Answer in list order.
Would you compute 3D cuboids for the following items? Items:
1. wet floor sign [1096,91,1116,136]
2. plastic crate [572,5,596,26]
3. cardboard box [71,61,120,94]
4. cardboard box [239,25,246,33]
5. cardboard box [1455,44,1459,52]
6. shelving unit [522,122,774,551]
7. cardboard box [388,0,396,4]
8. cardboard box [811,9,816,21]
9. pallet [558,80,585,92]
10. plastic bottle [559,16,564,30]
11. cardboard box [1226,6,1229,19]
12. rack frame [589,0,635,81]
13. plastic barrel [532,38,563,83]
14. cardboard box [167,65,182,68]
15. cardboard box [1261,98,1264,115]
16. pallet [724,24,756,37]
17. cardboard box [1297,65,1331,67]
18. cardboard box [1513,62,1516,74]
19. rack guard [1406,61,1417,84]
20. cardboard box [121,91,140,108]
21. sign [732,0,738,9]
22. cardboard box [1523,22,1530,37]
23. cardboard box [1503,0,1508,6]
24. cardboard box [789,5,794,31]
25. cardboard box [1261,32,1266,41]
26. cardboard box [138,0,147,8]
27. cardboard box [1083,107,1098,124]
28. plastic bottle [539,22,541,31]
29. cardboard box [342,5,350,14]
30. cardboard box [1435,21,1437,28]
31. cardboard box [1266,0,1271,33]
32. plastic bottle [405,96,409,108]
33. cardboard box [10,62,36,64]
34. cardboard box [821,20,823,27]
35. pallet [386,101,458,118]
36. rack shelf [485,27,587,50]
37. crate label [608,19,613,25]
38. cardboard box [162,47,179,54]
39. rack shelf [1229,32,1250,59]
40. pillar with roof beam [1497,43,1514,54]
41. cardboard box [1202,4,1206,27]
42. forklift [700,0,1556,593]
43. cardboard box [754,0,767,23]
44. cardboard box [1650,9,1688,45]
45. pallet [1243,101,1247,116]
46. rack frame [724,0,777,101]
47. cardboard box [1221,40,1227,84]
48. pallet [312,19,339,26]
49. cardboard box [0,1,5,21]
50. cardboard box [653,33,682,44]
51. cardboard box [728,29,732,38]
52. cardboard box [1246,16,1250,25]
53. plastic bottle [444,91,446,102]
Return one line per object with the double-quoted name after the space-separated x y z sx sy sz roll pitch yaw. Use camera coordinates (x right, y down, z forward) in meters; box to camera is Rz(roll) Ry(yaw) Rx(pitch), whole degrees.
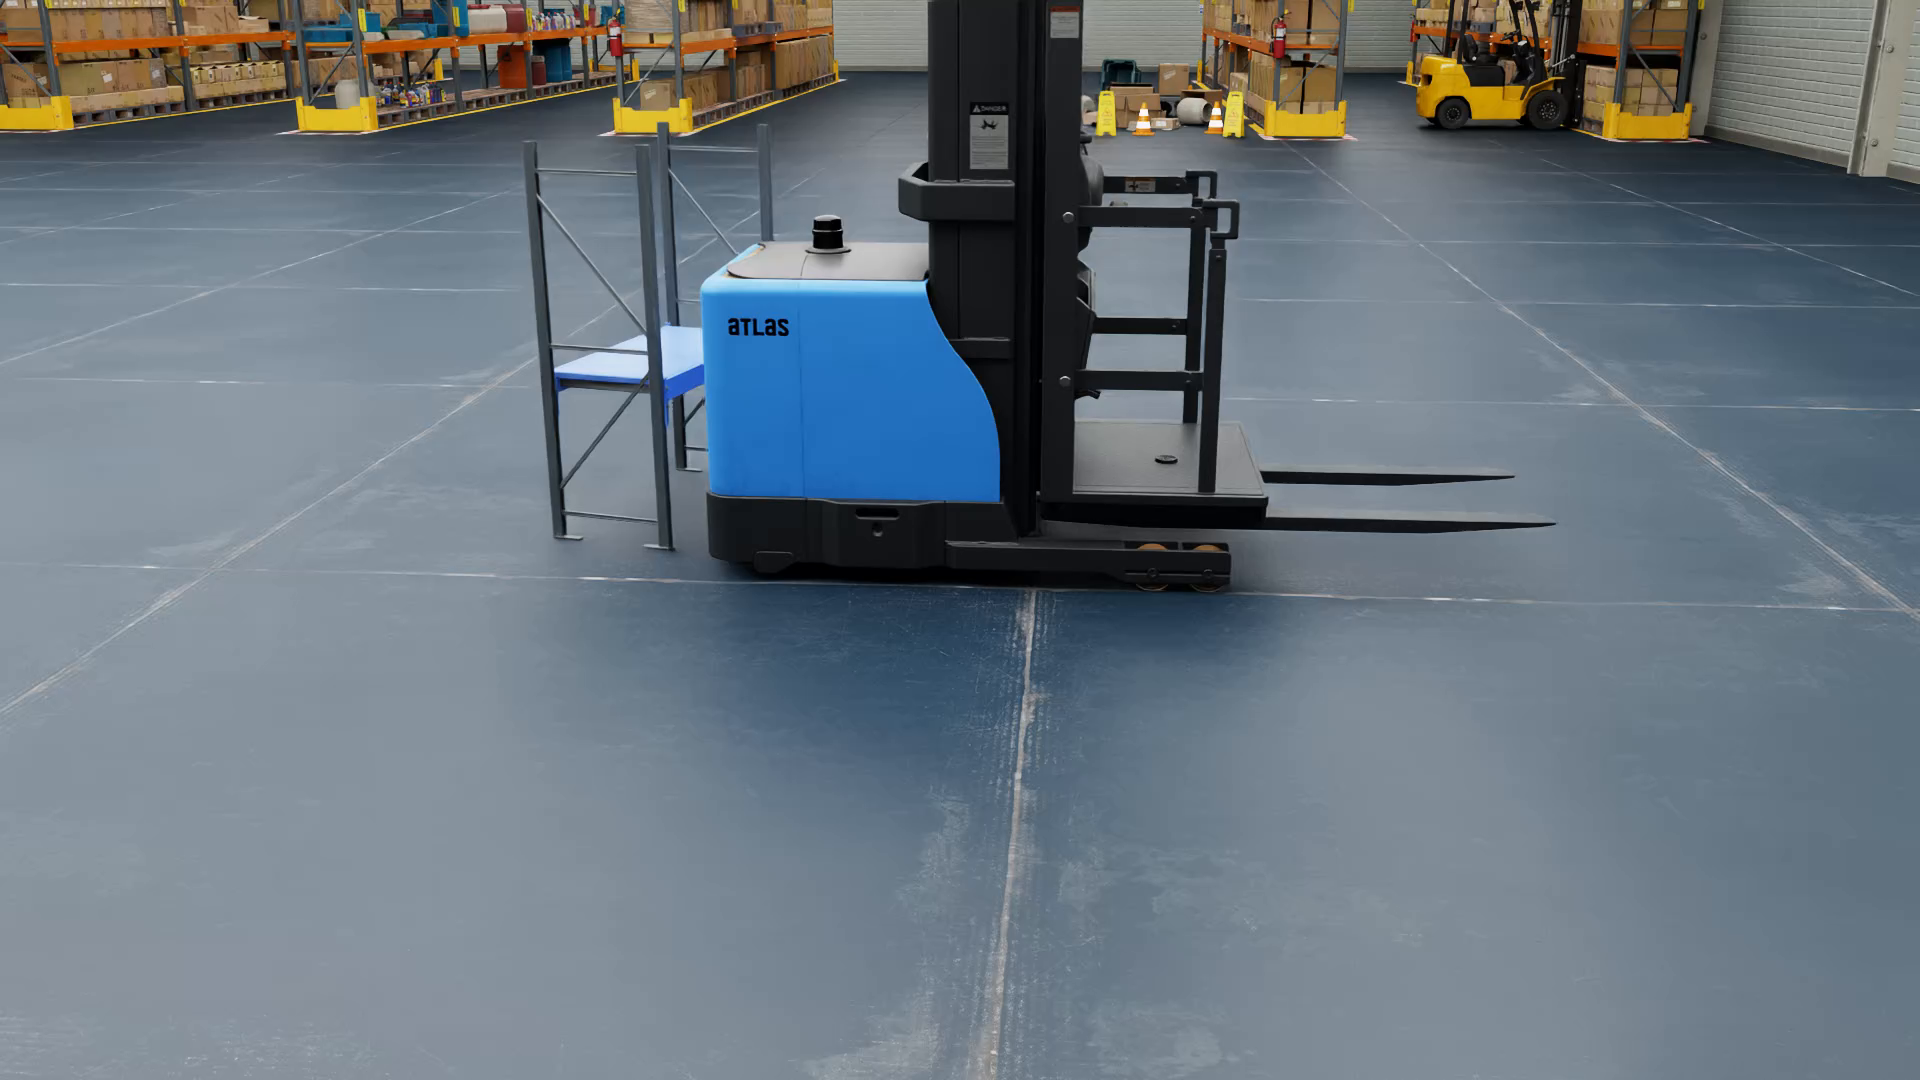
2.189 -6.387 24.879 0.267 0.644 0.232 -2 18 -6 "wet floor sign"
-8.490 -11.869 37.630 0.402 0.464 0.583 1 18 4 "plastic crate"
-14.288 -7.645 27.475 0.500 0.500 0.500 1 18 4 "cardboard box"
-14.067 -9.891 32.196 0.380 0.149 0.250 3 18 8 "cardboard box"
10.741 -10.452 35.324 0.380 0.149 0.250 1 18 3 "cardboard box"
-1.175 -0.851 6.610 0.538 1.500 1.048 6 19 17 "shelving unit"
-13.356 -12.633 38.394 0.500 0.500 0.500 1 18 2 "cardboard box"
-3.528 -11.793 37.358 0.500 0.250 0.500 1 18 4 "cardboard box"
-8.901 -9.975 36.526 1.003 0.211 1.213 1 18 4 "pallet"
-8.572 -11.080 35.620 0.152 0.276 0.135 1 18 4 "plastic bottle"
5.548 -10.446 32.925 0.500 0.250 0.500 1 18 2 "cardboard box"
-8.517 -12.781 40.612 1.000 3.000 0.127 1 18 4 "rack frame"
-8.911 -10.353 35.896 0.600 0.901 0.708 1 18 4 "plastic barrel"
-14.544 -8.619 30.751 0.500 0.311 0.500 2 18 5 "cardboard box"
4.995 -6.791 26.071 0.500 0.250 0.500 1 18 4 "cardboard box"
-4.238 -9.087 29.645 1.003 0.211 1.213 1 18 4 "pallet"
5.528 -7.144 25.944 0.500 0.500 0.500 1 18 2 "cardboard box"
10.540 -8.320 30.138 0.875 0.625 0.625 1 18 2 "cardboard box"
11.253 -11.128 39.582 1.175 0.500 0.348 1 18 4 "rack guard"
-14.235 -7.444 28.065 0.500 0.250 0.500 1 18 4 "cardboard box"
-3.896 -9.345 28.736 0.100 0.325 0.005 1 18 4 "sign"
10.270 -9.014 29.355 0.500 0.250 0.500 1 18 4 "cardboard box"
10.350 -10.035 31.030 0.380 0.149 0.250 2 18 5 "cardboard box"
-3.739 -10.853 34.567 0.500 0.500 0.500 1 18 4 "cardboard box"
5.013 -8.036 26.535 0.380 0.149 0.250 1 18 4 "cardboard box"
-14.178 -9.193 28.458 0.380 0.149 0.250 1 18 4 "cardboard box"
2.216 -6.927 27.137 0.396 0.266 0.258 4 19 13 "cardboard box"
-8.659 -10.550 34.121 0.097 0.201 0.097 0 18 0 "plastic bottle"
-13.965 -11.859 37.637 0.500 0.500 0.500 2 18 5 "cardboard box"
10.871 -11.561 37.293 0.380 0.149 0.250 1 18 4 "cardboard box"
4.965 -7.999 25.379 0.500 0.500 0.500 1 18 4 "cardboard box"
-9.216 -7.279 27.609 0.097 0.201 0.097 0 18 0 "plastic bottle"
-18.972 -9.314 33.339 0.700 0.500 0.500 2 18 5 "cardboard box"
-3.384 -11.958 38.505 0.380 0.149 0.250 2 18 5 "cardboard box"
-9.467 -7.521 29.038 1.003 0.211 1.213 1 18 4 "pallet"
-8.948 -10.576 35.037 1.077 0.370 4.000 1 18 4 "rack shelf"
-8.426 -12.250 39.319 0.396 0.136 0.243 1 18 4 "crate label"
-18.323 -11.412 38.732 0.380 0.149 0.250 2 18 6 "cardboard box"
5.590 -9.002 30.233 1.077 0.370 4.000 1 18 4 "rack shelf"
7.627 -14.240 35.431 9.100 9.000 0.400 1 18 4 "pillar with roof beam"
5.986 -12.354 39.148 0.500 0.500 0.500 1 18 3 "cardboard box"
0.628 -1.378 5.923 3.031 2.935 1.130 1 18 4 "forklift"
-4.090 -10.089 31.560 0.700 0.500 0.500 4 19 12 "cardboard box"
10.424 -7.566 24.534 0.500 0.500 0.500 2 18 6 "cardboard box"
5.501 -7.639 29.397 1.003 0.211 1.213 1 18 4 "pallet"
-4.151 -10.186 32.692 1.000 3.000 0.127 1 18 4 "rack frame"
6.056 -10.203 35.480 0.875 0.875 0.875 2 18 6 "cardboard box"
-13.897 -10.921 35.243 1.003 0.211 1.213 1 18 4 "pallet"
-19.009 -10.454 32.642 0.700 0.500 0.500 0 18 -1 "cardboard box"
-4.466 -7.665 25.402 0.380 0.149 0.250 1 18 4 "cardboard box"
-4.160 -8.751 28.715 0.380 0.149 0.250 1 18 4 "cardboard box"
5.228 -9.131 29.201 0.380 0.149 0.250 1 18 3 "cardboard box"
-9.093 -7.814 29.240 0.097 0.201 0.097 0 18 0 "plastic bottle"
